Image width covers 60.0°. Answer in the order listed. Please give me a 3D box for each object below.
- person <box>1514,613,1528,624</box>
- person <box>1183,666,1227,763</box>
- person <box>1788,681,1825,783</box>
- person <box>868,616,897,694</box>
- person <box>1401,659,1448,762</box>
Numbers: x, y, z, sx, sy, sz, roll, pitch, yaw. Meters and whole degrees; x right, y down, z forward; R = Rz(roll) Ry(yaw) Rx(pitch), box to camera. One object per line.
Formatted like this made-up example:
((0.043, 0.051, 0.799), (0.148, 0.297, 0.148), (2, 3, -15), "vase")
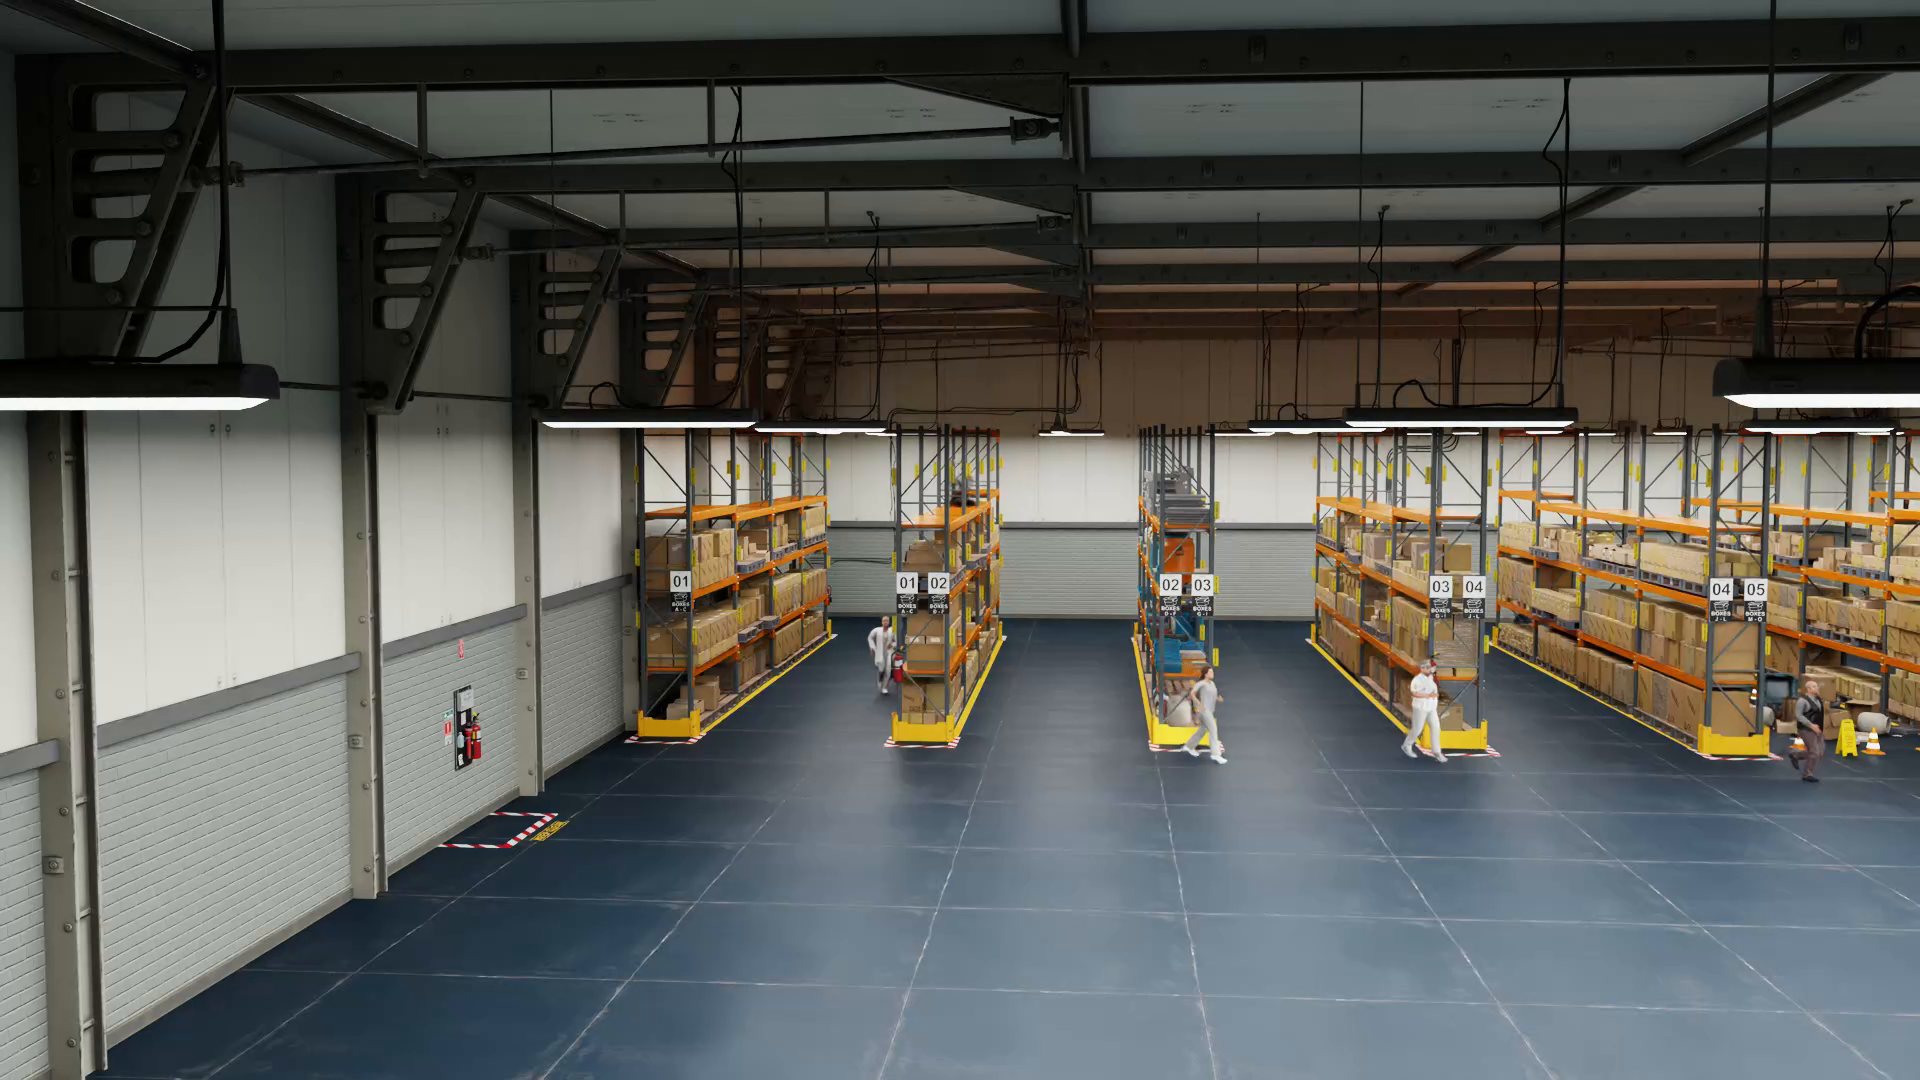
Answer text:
((16.087, 2.042, 47.457), (0.823, 1.578, 0.565), (0, 3, 5), "person")
((4.359, 3.068, 29.504), (0.855, 1.688, 0.572), (2, 4, 31), "person")
((14.190, 3.190, 27.841), (0.668, 1.690, 0.661), (-2, 4, -31), "person")
((-1.686, 2.581, 37.249), (0.714, 1.736, 0.616), (0, 4, -8), "person")
((8.271, 3.012, 29.596), (0.670, 1.794, 0.867), (-2, 4, -34), "person")
